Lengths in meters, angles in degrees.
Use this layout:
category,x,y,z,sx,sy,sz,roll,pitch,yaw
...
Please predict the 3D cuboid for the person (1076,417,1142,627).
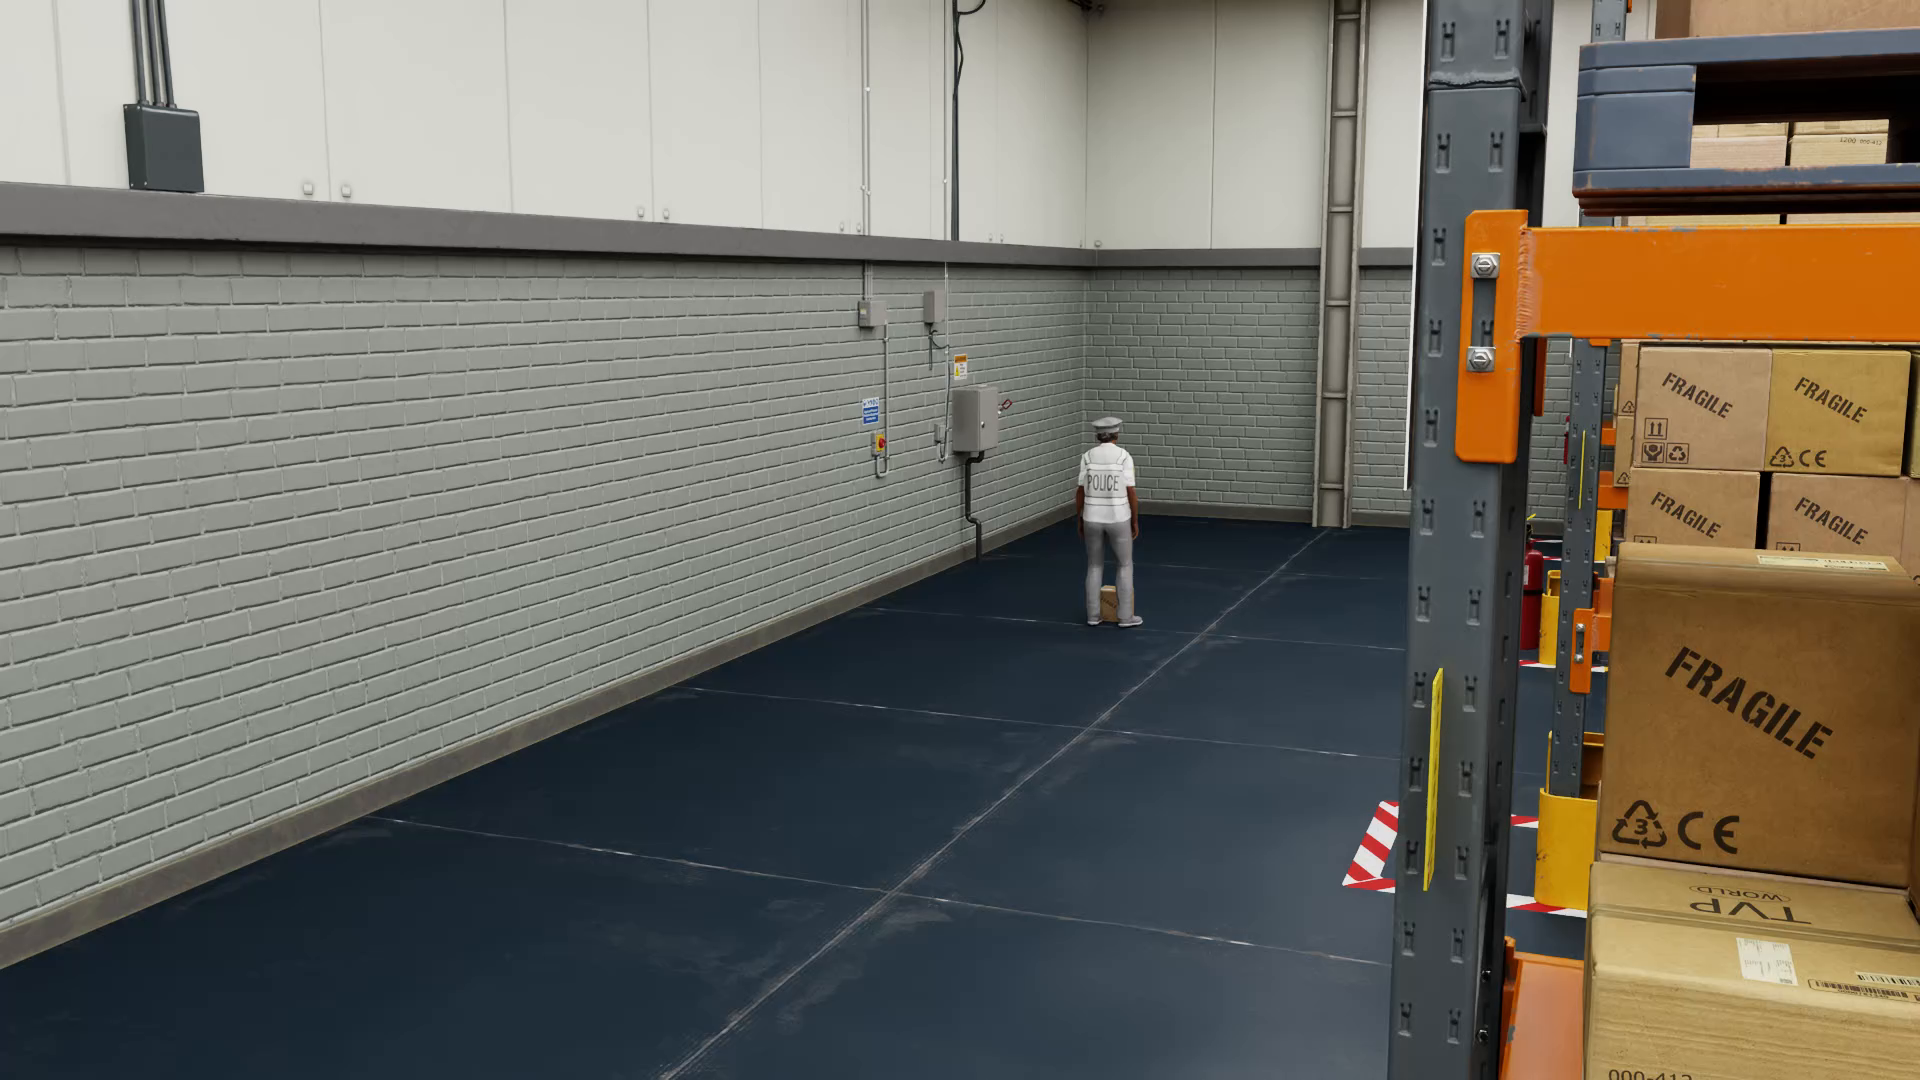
category,x,y,z,sx,sy,sz,roll,pitch,yaw
person,1.188,-0.139,13.253,0.528,1.659,0.398,3,9,17
